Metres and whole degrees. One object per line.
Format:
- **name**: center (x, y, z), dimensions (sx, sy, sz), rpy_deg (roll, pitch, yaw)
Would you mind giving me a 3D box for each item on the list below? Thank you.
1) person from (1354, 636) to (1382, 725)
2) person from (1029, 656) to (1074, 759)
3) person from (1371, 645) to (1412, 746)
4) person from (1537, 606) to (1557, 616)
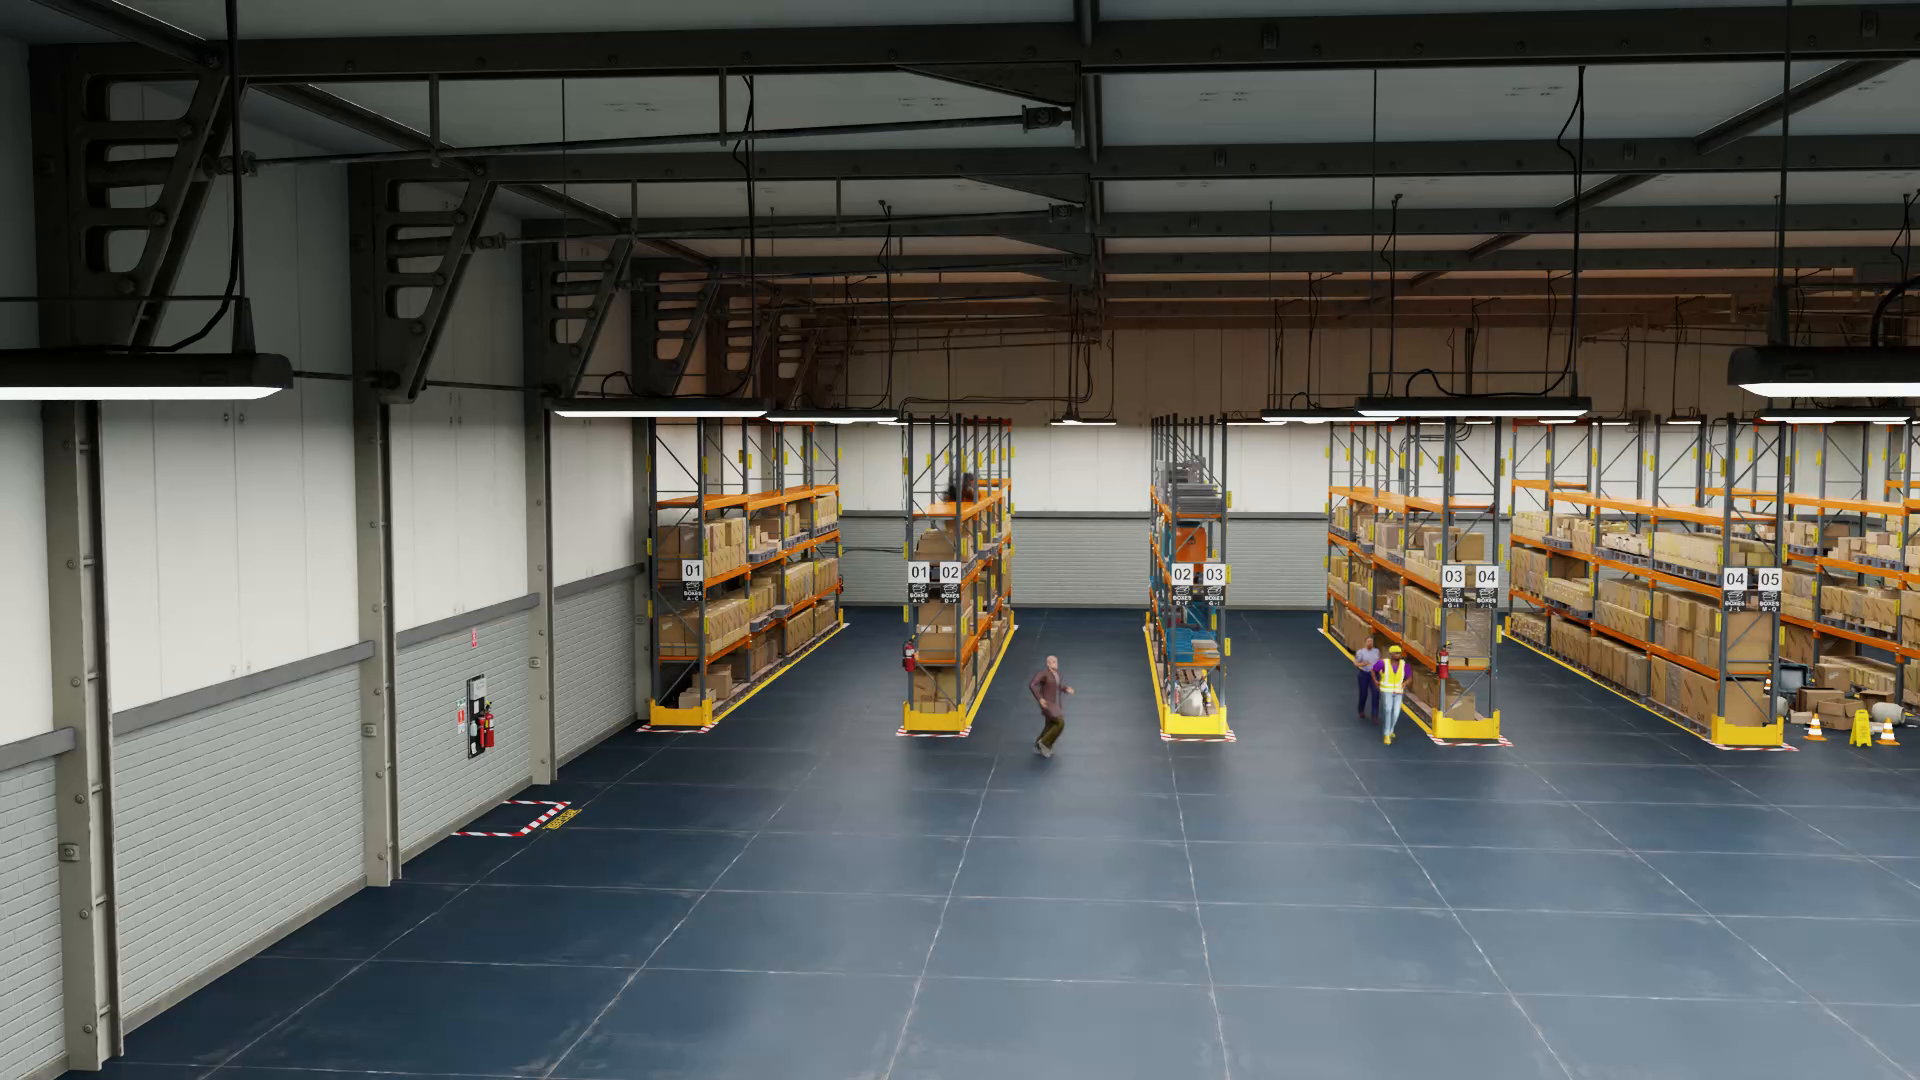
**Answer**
- **person**: center (7.948, 2.700, 32.342), dimensions (0.597, 1.667, 0.854), rpy_deg (0, 4, 1)
- **person**: center (1.620, 2.903, 28.922), dimensions (0.739, 1.785, 0.676), rpy_deg (2, 5, 32)
- **person**: center (7.897, 2.813, 30.338), dimensions (0.704, 1.805, 0.770), rpy_deg (0, 4, -2)
- **person**: center (16.587, 1.713, 47.043), dimensions (0.636, 1.659, 0.885), rpy_deg (-3, 5, -40)
